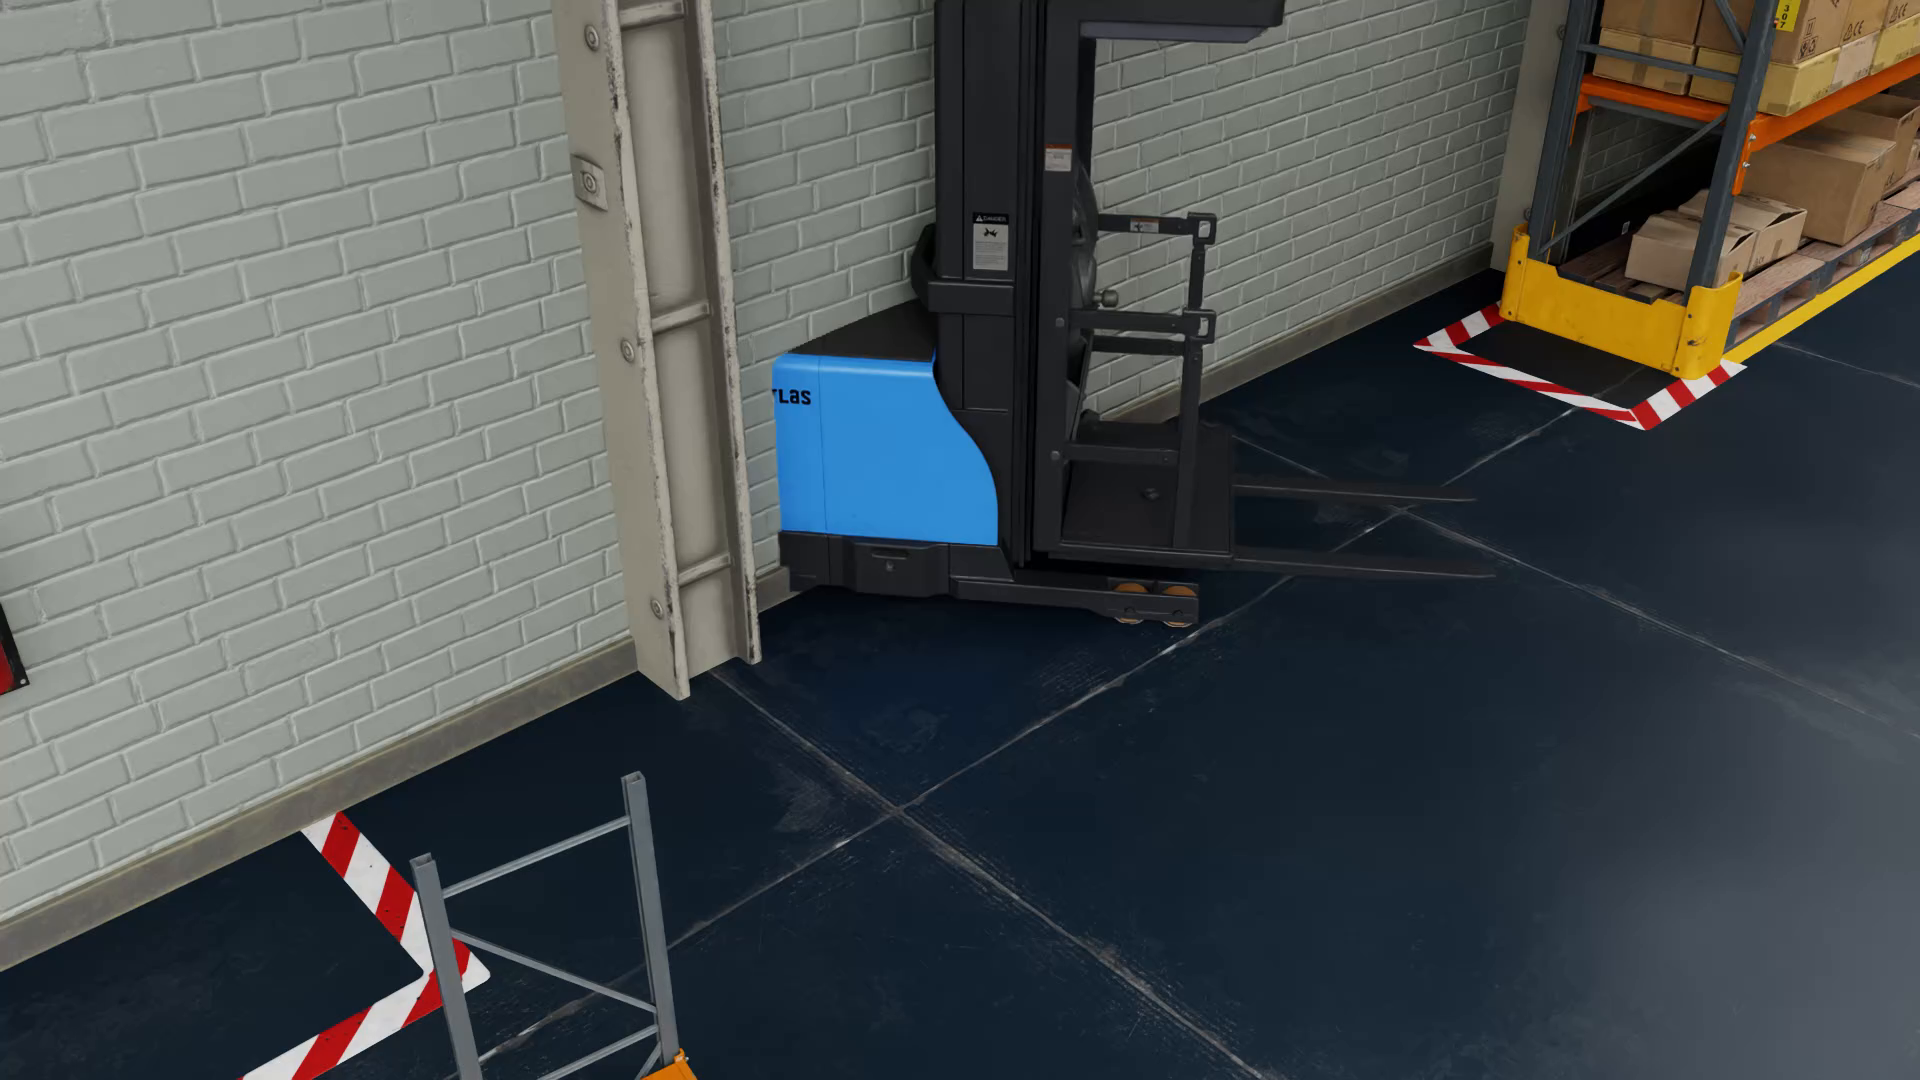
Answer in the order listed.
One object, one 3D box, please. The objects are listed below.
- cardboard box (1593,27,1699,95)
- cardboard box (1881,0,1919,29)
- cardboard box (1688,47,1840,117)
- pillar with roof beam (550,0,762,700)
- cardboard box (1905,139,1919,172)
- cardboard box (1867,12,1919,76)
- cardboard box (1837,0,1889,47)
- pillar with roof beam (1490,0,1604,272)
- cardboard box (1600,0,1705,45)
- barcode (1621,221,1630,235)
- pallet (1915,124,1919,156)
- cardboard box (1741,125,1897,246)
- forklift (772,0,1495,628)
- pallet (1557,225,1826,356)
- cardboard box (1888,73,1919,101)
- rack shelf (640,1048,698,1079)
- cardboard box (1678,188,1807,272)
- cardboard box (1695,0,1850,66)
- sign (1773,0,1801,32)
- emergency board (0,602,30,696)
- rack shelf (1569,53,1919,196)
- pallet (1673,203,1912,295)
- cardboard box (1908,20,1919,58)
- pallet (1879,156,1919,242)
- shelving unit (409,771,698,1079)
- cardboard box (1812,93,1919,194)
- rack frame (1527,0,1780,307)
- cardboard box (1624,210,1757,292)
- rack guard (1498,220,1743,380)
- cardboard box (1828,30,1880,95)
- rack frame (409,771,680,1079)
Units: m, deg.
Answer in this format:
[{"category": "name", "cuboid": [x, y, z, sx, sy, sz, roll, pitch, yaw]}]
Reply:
[{"category": "cardboard box", "cuboid": [3.668, -2.536, 8.646, 0.500, 0.250, 0.500, -25, 39, -35]}, {"category": "cardboard box", "cuboid": [4.764, -3.023, 8.723, 0.500, 0.500, 0.500, -27, 41, -37]}, {"category": "cardboard box", "cuboid": [4.031, -2.348, 8.338, 0.500, 0.250, 0.500, -27, 41, -37]}, {"category": "pillar with roof beam", "cuboid": [1.909, -1.715, 1.429, 0.400, 9.000, 9.100, -26, 40, -35]}, {"category": "cardboard box", "cuboid": [6.018, -2.548, 10.836, 0.380, 0.166, 0.250, 23, 38, 33]}, {"category": "cardboard box", "cuboid": [4.779, -2.716, 8.940, 0.500, 0.250, 0.500, -27, 40, -36]}, {"category": "cardboard box", "cuboid": [4.380, -2.842, 8.428, 0.500, 0.500, 0.500, -26, 40, -35]}, {"category": "pillar with roof beam", "cuboid": [6.309, -3.843, 4.909, 0.400, 9.000, 9.100, -26, 40, -35]}, {"category": "cardboard box", "cuboid": [3.658, -2.864, 8.465, 0.500, 0.500, 0.500, -26, 40, -36]}, {"category": "barcode", "cuboid": [3.767, -1.766, 9.410, 0.075, 0.075, 0.001, -26, 40, -35]}, {"category": "pallet", "cuboid": [6.960, -2.857, 11.720, 1.213, 0.211, 1.003, -26, 40, -35]}, {"category": "cardboard box", "cuboid": [5.015, -2.127, 9.827, 0.700, 0.500, 0.500, 26, 40, 36]}, {"category": "forklift", "cuboid": [0.666, -1.194, 6.392, 3.031, 2.935, 1.130, 4, 32, 7]}, {"category": "pallet", "cuboid": [4.132, -1.463, 9.441, 1.213, 0.211, 1.003, -26, 40, -35]}, {"category": "cardboard box", "cuboid": [6.918, -3.159, 11.515, 0.500, 0.500, 0.700, -24, 39, -34]}, {"category": "rack shelf", "cuboid": [-0.601, 1.587, 3.562, 0.538, 0.185, 1.000, -19, 36, -29]}, {"category": "cardboard box", "cuboid": [4.443, -1.805, 9.482, 0.500, 0.311, 0.500, -22, 38, -32]}, {"category": "cardboard box", "cuboid": [4.011, -2.670, 8.147, 0.500, 0.500, 0.500, -26, 40, -35]}, {"category": "sign", "cuboid": [3.826, -2.513, 7.655, 0.005, 0.325, 0.100, -26, 40, -35]}, {"category": "emergency board", "cuboid": [-2.856, 0.060, 4.277, 0.643, 1.169, 0.194, -26, 40, -35]}, {"category": "rack shelf", "cuboid": [4.923, -2.754, 9.568, 4.000, 0.370, 1.077, -26, 40, -35]}, {"category": "pallet", "cuboid": [5.027, -1.894, 10.145, 1.213, 0.211, 1.003, -26, 40, -35]}, {"category": "cardboard box", "cuboid": [5.151, -2.894, 9.232, 0.500, 0.250, 0.500, -25, 40, -35]}, {"category": "pallet", "cuboid": [5.922, -2.329, 10.856, 1.213, 0.211, 1.003, -26, 40, -35]}, {"category": "shelving unit", "cuboid": [-0.606, 1.429, 3.475, 0.587, 1.500, 1.083, -19, 36, -29]}, {"category": "cardboard box", "cuboid": [5.656, -2.508, 10.451, 0.500, 0.500, 0.500, 26, 40, 35]}, {"category": "rack frame", "cuboid": [3.457, -2.351, 8.220, 0.127, 3.000, 1.000, -26, 40, -35]}, {"category": "cardboard box", "cuboid": [4.025, -1.603, 9.152, 0.500, 0.311, 0.500, 24, 39, 34]}, {"category": "rack guard", "cuboid": [3.513, -1.312, 8.916, 0.348, 0.500, 1.175, -26, 40, -35]}, {"category": "cardboard box", "cuboid": [4.402, -2.537, 8.649, 0.500, 0.250, 0.500, -27, 41, -37]}, {"category": "rack frame", "cuboid": [-0.887, 1.214, 3.827, 0.500, 1.500, 0.032, -19, 36, -29]}]
